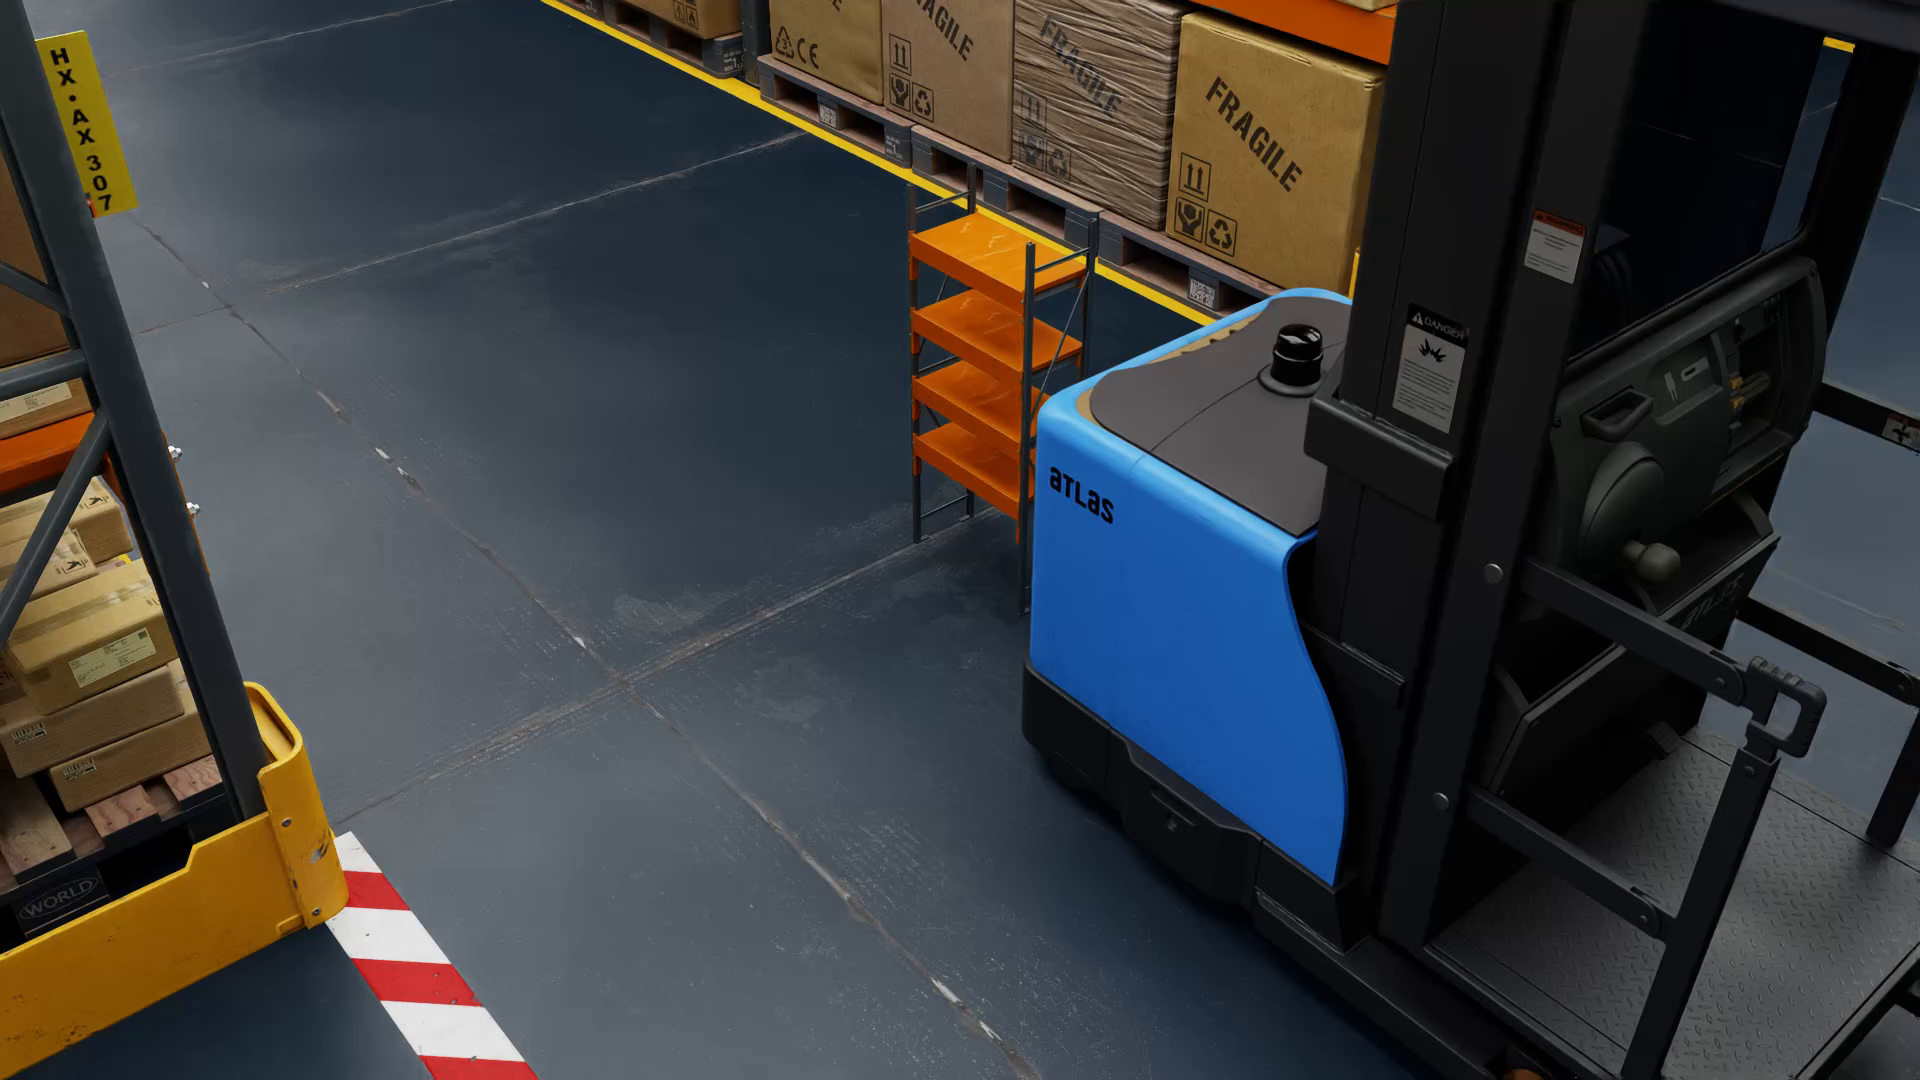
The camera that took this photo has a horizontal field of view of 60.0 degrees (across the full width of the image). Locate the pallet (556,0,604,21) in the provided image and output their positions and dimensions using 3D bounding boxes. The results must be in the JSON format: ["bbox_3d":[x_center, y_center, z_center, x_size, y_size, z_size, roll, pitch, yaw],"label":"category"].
[{"bbox_3d":[-2.034,-3.456,9.947,1.003,0.211,1.213,-26,43,-32],"label":"pallet"}]

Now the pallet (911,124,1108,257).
[{"bbox_3d":[0.536,-1.700,7.468,1.003,0.211,1.213,-26,43,-32],"label":"pallet"}]

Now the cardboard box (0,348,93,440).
[{"bbox_3d":[-1.918,-0.333,3.343,0.380,0.149,0.250,-26,43,-32],"label":"cardboard box"}]

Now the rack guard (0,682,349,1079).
[{"bbox_3d":[-2.008,0.816,3.666,1.175,0.500,0.348,-26,43,-32],"label":"rack guard"}]

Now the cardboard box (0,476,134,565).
[{"bbox_3d":[-2.373,-0.015,4.265,0.380,0.149,0.250,-26,43,-32],"label":"cardboard box"}]

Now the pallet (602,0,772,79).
[{"bbox_3d":[-1.242,-2.917,9.186,1.003,0.211,1.213,-26,43,-32],"label":"pallet"}]

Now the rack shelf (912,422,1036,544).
[{"bbox_3d":[0.107,-0.200,4.954,0.258,0.148,0.480,-26,43,-32],"label":"rack shelf"}]

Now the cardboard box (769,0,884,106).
[{"bbox_3d":[-0.322,-2.725,7.978,0.875,0.875,0.875,-26,43,-32],"label":"cardboard box"}]

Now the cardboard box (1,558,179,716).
[{"bbox_3d":[-2.038,0.220,3.932,0.380,0.149,0.250,-28,44,-34],"label":"cardboard box"}]

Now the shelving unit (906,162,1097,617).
[{"bbox_3d":[0.107,-0.417,4.800,0.258,1.200,0.503,-26,43,-32],"label":"shelving unit"}]

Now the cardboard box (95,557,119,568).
[{"bbox_3d":[-2.531,0.125,4.582,0.380,0.149,0.250,-25,43,-31],"label":"cardboard box"}]

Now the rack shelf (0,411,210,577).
[{"bbox_3d":[-3.250,-0.760,4.350,1.077,0.370,4.000,-26,43,-32],"label":"rack shelf"}]

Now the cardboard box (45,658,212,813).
[{"bbox_3d":[-2.053,0.471,4.094,0.380,0.149,0.250,-25,42,-31],"label":"cardboard box"}]

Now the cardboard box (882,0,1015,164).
[{"bbox_3d":[0.259,-2.328,7.416,0.875,0.875,0.875,-26,43,-32],"label":"cardboard box"}]

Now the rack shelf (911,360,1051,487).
[{"bbox_3d":[0.107,-0.362,4.839,0.258,0.148,0.480,-26,43,-32],"label":"rack shelf"}]

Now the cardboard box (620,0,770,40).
[{"bbox_3d":[-1.115,-3.321,8.820,1.225,0.875,0.875,-26,43,-32],"label":"cardboard box"}]

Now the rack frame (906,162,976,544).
[{"bbox_3d":[-0.051,-0.524,4.952,0.240,1.200,0.015,-26,43,-32],"label":"rack frame"}]

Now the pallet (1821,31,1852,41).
[{"bbox_3d":[5.176,-3.064,9.394,1.003,0.211,1.213,-26,43,-32],"label":"pallet"}]

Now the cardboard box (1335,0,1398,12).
[{"bbox_3d":[1.413,-1.908,5.566,0.380,0.149,0.250,-25,42,-31],"label":"cardboard box"}]

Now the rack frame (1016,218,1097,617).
[{"bbox_3d":[0.264,-0.309,4.648,0.240,1.200,0.015,-26,43,-32],"label":"rack frame"}]

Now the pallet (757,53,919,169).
[{"bbox_3d":[-0.256,-2.239,8.229,1.003,0.211,1.213,-26,43,-32],"label":"pallet"}]

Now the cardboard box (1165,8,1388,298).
[{"bbox_3d":[1.421,-1.533,6.294,0.875,0.875,0.875,-26,43,-32],"label":"cardboard box"}]

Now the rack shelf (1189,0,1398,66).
[{"bbox_3d":[0.604,-2.565,6.900,1.077,0.370,4.000,-26,43,-32],"label":"rack shelf"}]

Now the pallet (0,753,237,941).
[{"bbox_3d":[-2.506,0.562,4.274,1.003,0.211,1.213,-26,43,-32],"label":"pallet"}]

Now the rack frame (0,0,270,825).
[{"bbox_3d":[-1.959,-0.171,2.896,1.000,3.000,0.127,-26,43,-32],"label":"rack frame"}]

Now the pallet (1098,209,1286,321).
[{"bbox_3d":[1.319,-1.162,6.708,1.003,0.211,1.213,-26,43,-32],"label":"pallet"}]

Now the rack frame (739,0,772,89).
[{"bbox_3d":[-0.687,-3.742,7.938,1.000,3.000,0.127,-26,43,-32],"label":"rack frame"}]

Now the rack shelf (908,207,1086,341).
[{"bbox_3d":[0.107,-0.737,4.573,0.258,0.148,0.480,-26,43,-32],"label":"rack shelf"}]

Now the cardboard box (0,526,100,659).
[{"bbox_3d":[-2.308,0.144,4.040,0.380,0.149,0.250,-25,42,-31],"label":"cardboard box"}]

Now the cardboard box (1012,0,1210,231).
[{"bbox_3d":[0.833,-1.935,6.862,0.875,0.875,0.875,-26,43,-32],"label":"cardboard box"}]

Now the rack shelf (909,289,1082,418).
[{"bbox_3d":[0.107,-0.544,4.710,0.258,0.148,0.480,-26,43,-32],"label":"rack shelf"}]

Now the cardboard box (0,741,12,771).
[{"bbox_3d":[-2.285,0.386,4.214,0.380,0.149,0.250,-26,43,-32],"label":"cardboard box"}]

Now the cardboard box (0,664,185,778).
[{"bbox_3d":[-2.101,0.373,3.974,0.380,0.149,0.250,-24,42,-30],"label":"cardboard box"}]

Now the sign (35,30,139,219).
[{"bbox_3d":[-1.545,-0.726,2.931,0.100,0.325,0.005,-26,43,-32],"label":"sign"}]

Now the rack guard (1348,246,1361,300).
[{"bbox_3d":[1.910,-0.945,6.152,1.175,0.500,0.348,-26,43,-32],"label":"rack guard"}]

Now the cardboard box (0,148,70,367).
[{"bbox_3d":[-2.038,-0.634,3.206,0.500,0.500,0.500,-24,42,-30],"label":"cardboard box"}]

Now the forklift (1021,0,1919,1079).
[{"bbox_3d":[1.498,-0.174,2.960,1.130,2.935,3.031,-26,43,-32],"label":"forklift"}]

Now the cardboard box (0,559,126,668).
[{"bbox_3d":[-2.235,0.231,4.175,0.380,0.149,0.250,-26,43,-32],"label":"cardboard box"}]
